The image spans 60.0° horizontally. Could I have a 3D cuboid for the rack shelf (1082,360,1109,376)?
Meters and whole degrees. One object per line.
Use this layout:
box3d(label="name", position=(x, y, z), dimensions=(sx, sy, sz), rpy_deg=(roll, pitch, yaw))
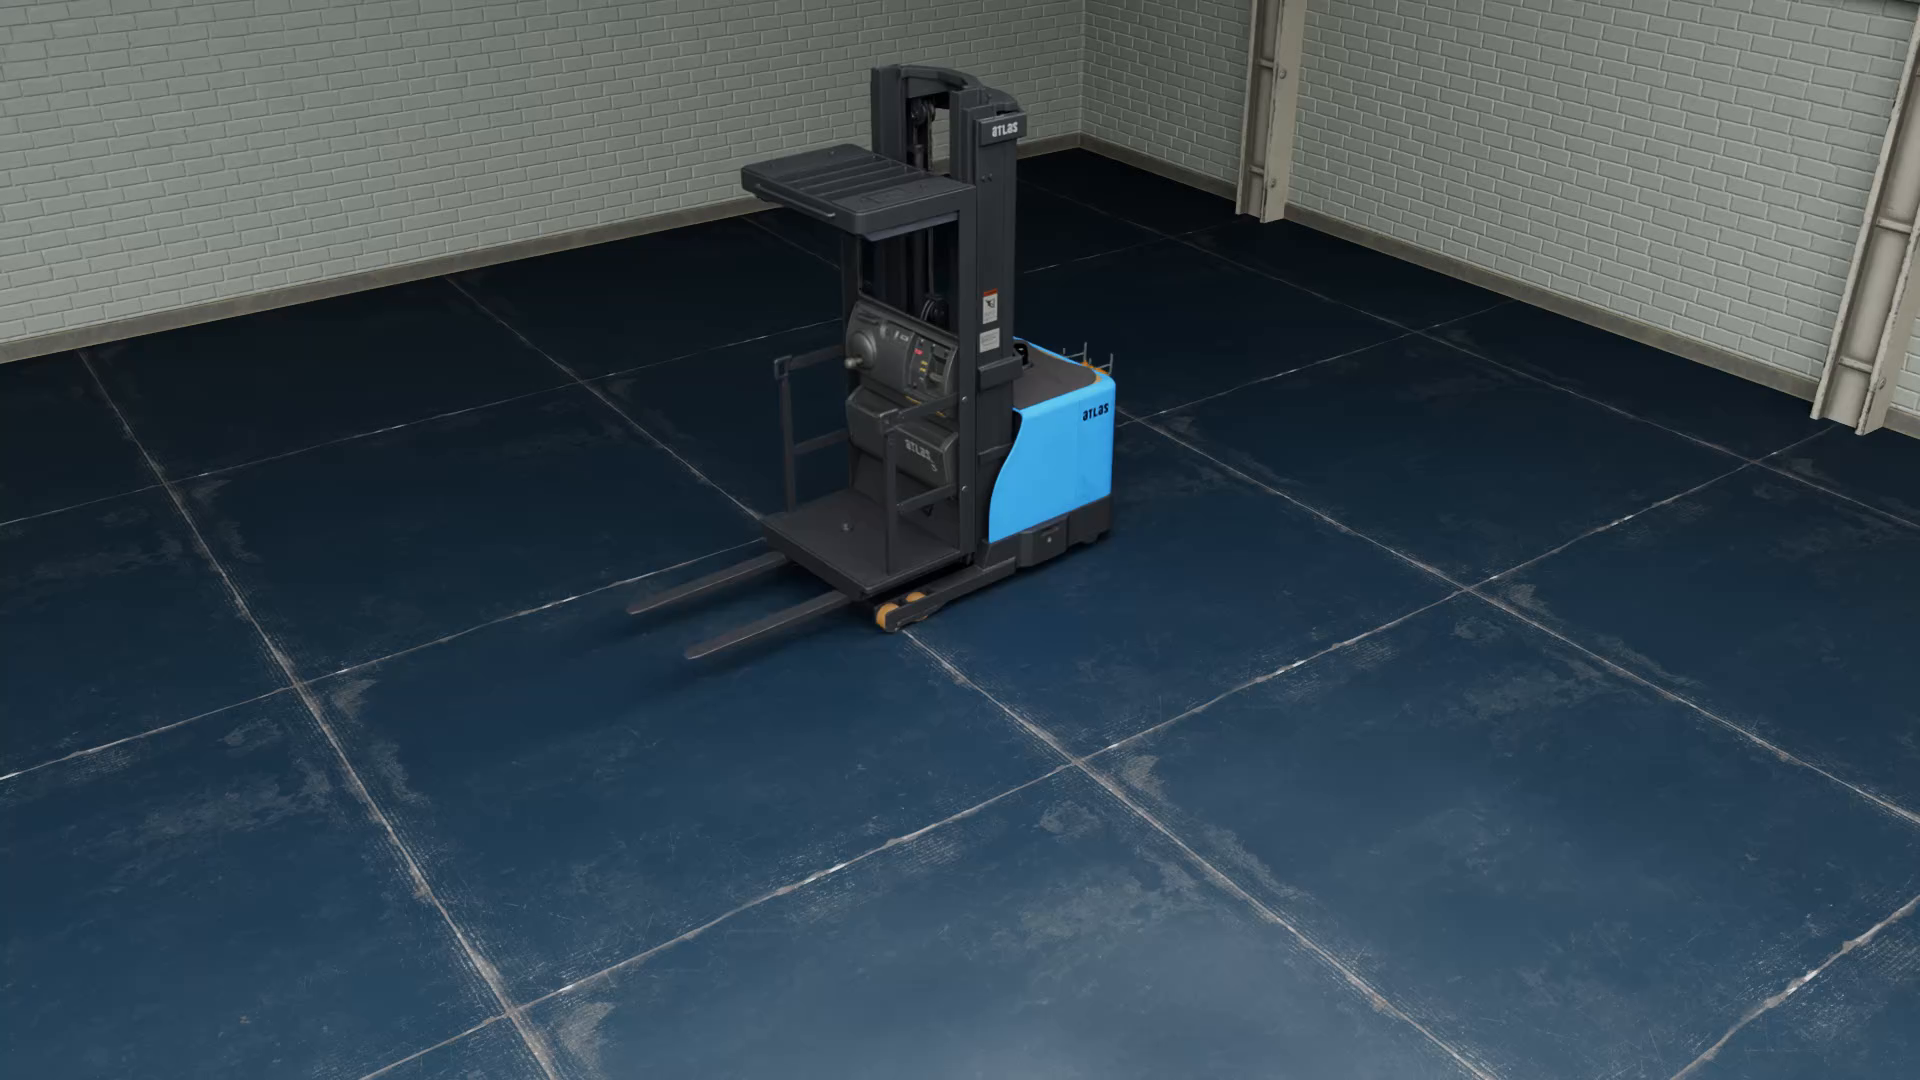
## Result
box3d(label="rack shelf", position=(0.796, -0.969, 10.579), dimensions=(0.215, 0.259, 0.240), rpy_deg=(-18, 33, -35))

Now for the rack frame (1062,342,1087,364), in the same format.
box3d(label="rack frame", position=(0.709, -0.771, 10.786), dimensions=(0.200, 1.050, 0.008), rpy_deg=(-18, 33, -35))

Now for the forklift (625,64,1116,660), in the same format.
box3d(label="forklift", position=(-0.498, -1.043, 9.326), dimensions=(3.031, 2.935, 1.130), rpy_deg=(-22, 35, -34))

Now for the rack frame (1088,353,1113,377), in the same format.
box3d(label="rack frame", position=(0.861, -0.680, 10.618), dimensions=(0.200, 1.050, 0.008), rpy_deg=(-18, 33, -35))

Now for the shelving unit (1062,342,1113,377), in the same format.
box3d(label="shelving unit", position=(0.785, -0.726, 10.702), dimensions=(0.215, 1.050, 0.252), rpy_deg=(-18, 33, -35))

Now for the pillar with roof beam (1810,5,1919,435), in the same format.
box3d(label="pillar with roof beam", position=(2.928, -3.625, 7.723), dimensions=(9.100, 9.000, 0.400), rpy_deg=(-19, 34, -31))

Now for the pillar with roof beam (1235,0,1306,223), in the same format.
box3d(label="pillar with roof beam", position=(-0.552, -5.958, 12.018), dimensions=(9.100, 9.000, 0.400), rpy_deg=(-19, 34, -31))
